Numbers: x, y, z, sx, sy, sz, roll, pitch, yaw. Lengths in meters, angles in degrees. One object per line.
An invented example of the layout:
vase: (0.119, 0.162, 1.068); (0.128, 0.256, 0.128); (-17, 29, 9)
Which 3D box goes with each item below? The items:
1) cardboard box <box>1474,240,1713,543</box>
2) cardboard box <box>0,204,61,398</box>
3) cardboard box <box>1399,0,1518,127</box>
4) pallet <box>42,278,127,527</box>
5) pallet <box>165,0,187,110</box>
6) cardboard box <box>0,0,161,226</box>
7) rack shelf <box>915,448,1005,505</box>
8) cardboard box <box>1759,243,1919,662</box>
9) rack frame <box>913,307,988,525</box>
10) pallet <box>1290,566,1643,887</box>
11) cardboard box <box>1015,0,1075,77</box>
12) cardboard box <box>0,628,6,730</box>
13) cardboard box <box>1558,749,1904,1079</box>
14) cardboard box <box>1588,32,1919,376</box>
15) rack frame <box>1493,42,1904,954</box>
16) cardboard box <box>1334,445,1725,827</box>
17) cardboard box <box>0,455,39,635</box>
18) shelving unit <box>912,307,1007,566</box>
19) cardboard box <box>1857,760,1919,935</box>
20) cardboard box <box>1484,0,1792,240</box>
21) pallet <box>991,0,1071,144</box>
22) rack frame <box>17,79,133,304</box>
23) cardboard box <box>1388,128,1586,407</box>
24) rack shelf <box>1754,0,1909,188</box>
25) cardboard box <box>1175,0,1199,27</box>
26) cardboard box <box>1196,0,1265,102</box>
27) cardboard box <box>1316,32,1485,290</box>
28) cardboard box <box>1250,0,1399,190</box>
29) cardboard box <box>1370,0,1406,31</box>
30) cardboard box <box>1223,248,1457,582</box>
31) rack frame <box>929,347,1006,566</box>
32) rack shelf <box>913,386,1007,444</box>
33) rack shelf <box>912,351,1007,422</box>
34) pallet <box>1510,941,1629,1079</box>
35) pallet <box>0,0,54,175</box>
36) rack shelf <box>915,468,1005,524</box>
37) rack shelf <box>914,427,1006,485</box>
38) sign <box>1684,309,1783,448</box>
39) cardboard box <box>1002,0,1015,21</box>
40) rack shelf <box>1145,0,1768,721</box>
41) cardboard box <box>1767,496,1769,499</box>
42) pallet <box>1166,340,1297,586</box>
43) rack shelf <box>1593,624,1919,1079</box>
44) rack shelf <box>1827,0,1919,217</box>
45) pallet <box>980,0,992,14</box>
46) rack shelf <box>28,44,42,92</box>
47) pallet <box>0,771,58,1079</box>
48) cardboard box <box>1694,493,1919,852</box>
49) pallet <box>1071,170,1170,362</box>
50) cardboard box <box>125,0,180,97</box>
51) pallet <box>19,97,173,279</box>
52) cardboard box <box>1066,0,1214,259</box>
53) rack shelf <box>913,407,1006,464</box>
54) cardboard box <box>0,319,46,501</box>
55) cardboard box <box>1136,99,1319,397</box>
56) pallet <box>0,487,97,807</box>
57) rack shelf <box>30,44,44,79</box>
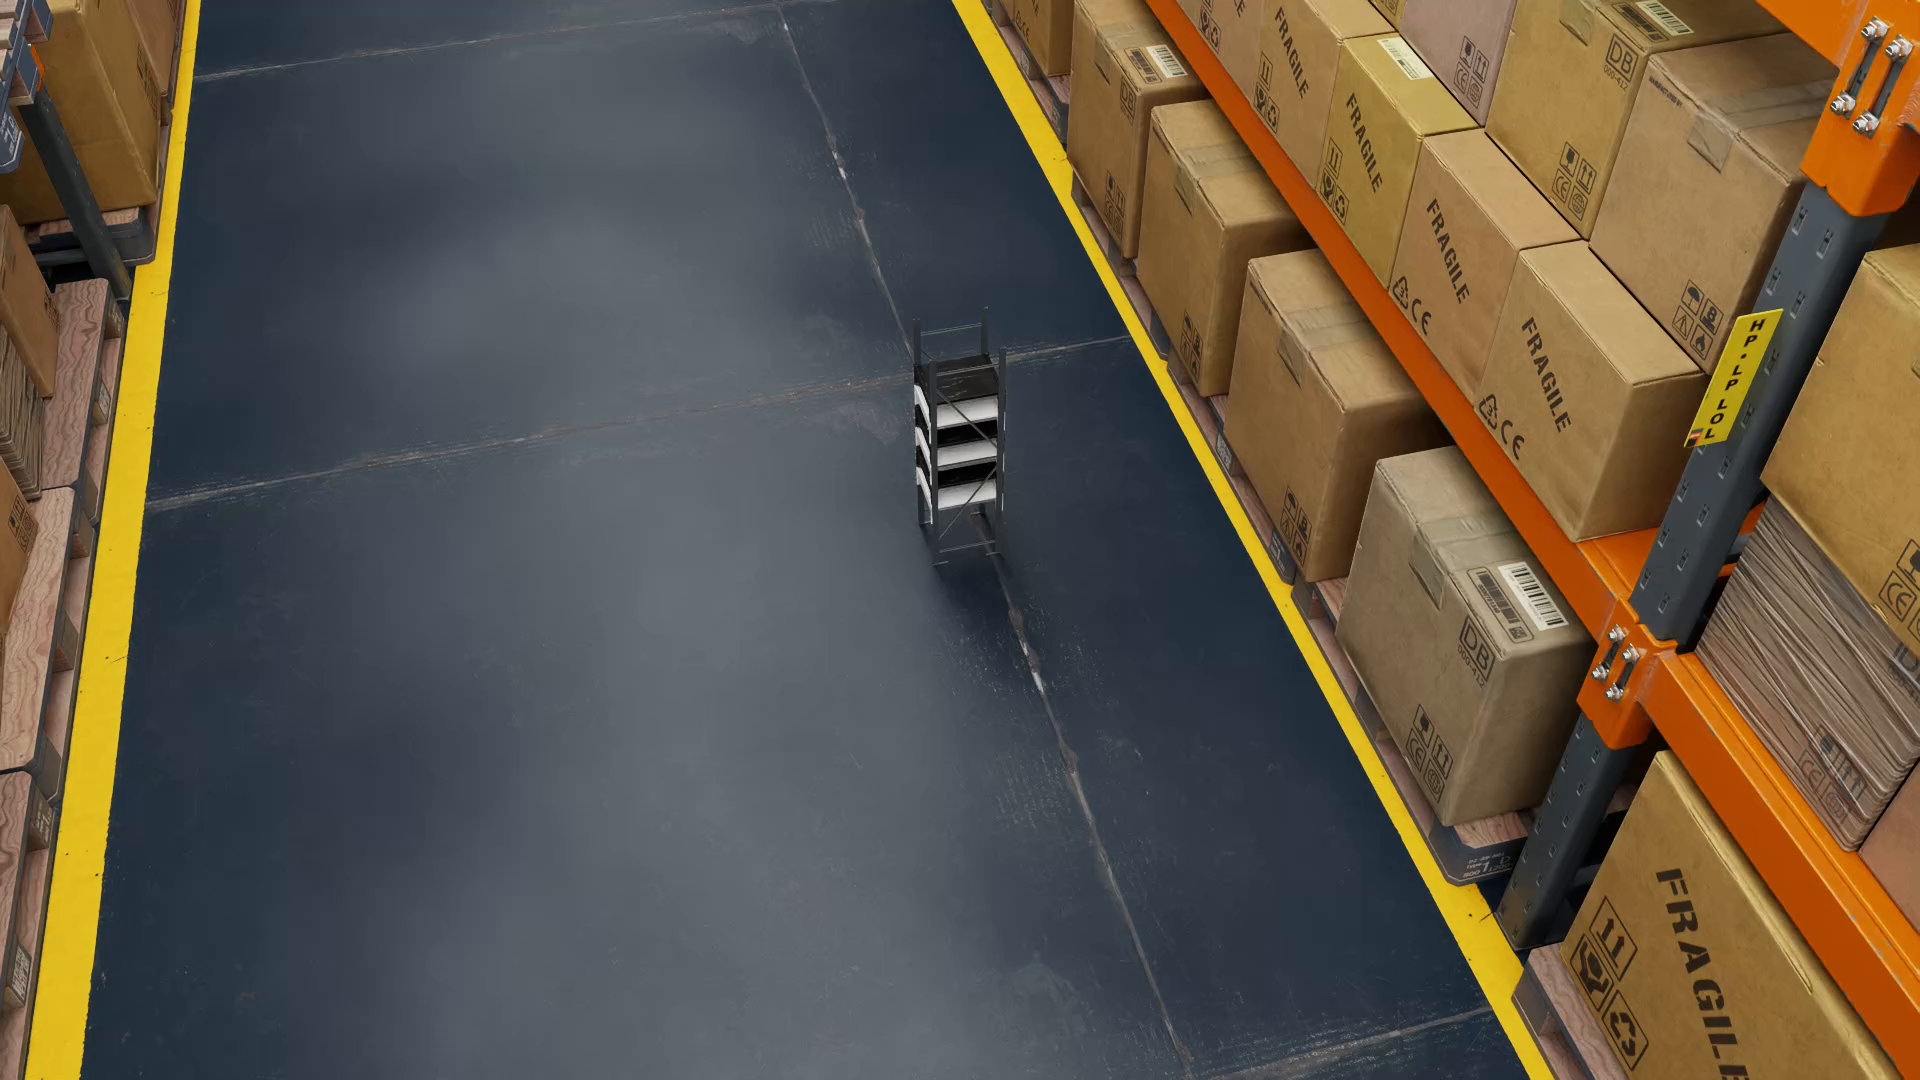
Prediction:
cardboard box: (1.616, -0.381, 3.953); (0.500, 0.500, 0.500); (-11, 47, -11)
cardboard box: (-3.646, -0.779, 5.856); (0.700, 0.500, 0.500); (-13, 47, -12)
cardboard box: (1.612, -1.465, 4.315); (0.700, 0.500, 0.500); (-10, 46, -10)
pallet: (-3.638, -0.443, 6.037); (1.003, 0.211, 1.213); (-11, 47, -10)
pallet: (-4.275, -2.382, 7.937); (1.003, 0.211, 1.213); (-11, 47, -10)
cardboard box: (-3.994, -1.843, 6.649); (1.225, 0.875, 0.875); (-13, 47, -12)
rack shelf: (-0.002, -0.234, 5.522); (0.258, 0.077, 0.200); (-11, 47, -10)
cardboard box: (2.069, -0.204, 2.989); (0.875, 0.550, 0.550); (-11, 47, -10)
rack frame: (-0.028, -0.391, 5.503); (0.240, 0.900, 0.006); (-11, 47, -10)
pallet: (1.737, 0.422, 5.188); (1.003, 0.211, 1.213); (-11, 47, -10)
cardboard box: (0.562, -2.475, 7.531); (0.500, 0.500, 0.500); (-11, 47, -11)
cardboard box: (-3.197, 0.377, 4.723); (0.700, 0.500, 0.500); (-14, 47, -14)
cardboard box: (2.101, 1.009, 3.855); (0.875, 0.875, 0.875); (-10, 46, -10)
cardboard box: (1.875, -0.761, 3.626); (0.700, 0.500, 0.500); (-11, 47, -11)
rack frame: (2.008, -0.035, 3.684); (1.000, 3.000, 0.127); (-11, 47, -10)
cardboard box: (1.762, 0.194, 4.741); (1.050, 0.750, 0.750); (-11, 47, -11)
cardboard box: (-3.340, -0.009, 5.100); (0.700, 0.500, 0.500); (-7, 46, -7)
shelving unit: (-0.002, -0.321, 5.434); (0.258, 0.900, 0.210); (-11, 47, -10)
cardboard box: (2.276, 0.541, 3.015); (0.875, 0.550, 0.550); (-11, 47, -10)
cardboard box: (1.741, -1.116, 3.974); (0.700, 0.500, 0.500); (-11, 47, -11)
pallet: (0.785, -2.360, 7.915); (1.003, 0.211, 1.213); (-11, 47, -10)
rack frame: (-3.837, -1.959, 5.570); (1.000, 3.000, 0.127); (-11, 47, -10)
cardboard box: (1.486, -0.730, 4.295); (0.500, 0.500, 0.500); (-11, 47, -11)
rack shelf: (1.496, -2.214, 4.223); (1.077, 0.370, 4.000); (-11, 47, -10)
cardboard box: (0.970, -2.121, 5.659); (0.500, 0.500, 0.500); (-11, 47, -11)
cardboard box: (1.099, -1.773, 5.318); (0.500, 0.500, 0.500); (-11, 47, -10)
cardboard box: (1.357, -1.079, 4.637); (0.500, 0.500, 0.500); (-10, 46, -10)
cardboard box: (1.225, -1.429, 4.980); (0.500, 0.500, 0.500); (-11, 47, -11)
cardboard box: (1.484, -1.814, 4.657); (0.700, 0.500, 0.500); (-11, 47, -11)
cardboard box: (1.518, -0.473, 5.395); (1.050, 0.750, 0.750); (-11, 47, -10)
rack frame: (0.024, -0.250, 5.365); (0.240, 0.900, 0.006); (-11, 47, -10)
rack shelf: (-0.002, -0.423, 5.329); (0.258, 0.077, 0.200); (-11, 47, -10)
rack shelf: (-0.002, -0.486, 5.265); (0.258, 0.077, 0.200); (-11, 47, -10)
pallet: (2.127, 1.481, 4.151); (1.003, 0.211, 1.213); (-11, 47, -10)
pallet: (-3.552, -1.420, 5.175); (1.213, 0.211, 1.003); (-11, 47, -10)
rack shelf: (-0.002, -0.171, 5.586); (0.258, 0.077, 0.200); (-11, 47, -10)
rack shelf: (-0.002, -0.297, 5.458); (0.258, 0.077, 0.200); (-11, 47, -10)
sign: (1.486, -0.306, 3.195); (0.100, 0.325, 0.005); (-11, 47, -10)
cardboard box: (0.433, -2.834, 7.883); (0.500, 0.500, 0.500); (-9, 46, -9)
rack shelf: (1.496, -1.164, 5.294); (1.077, 0.370, 4.000); (-11, 47, -10)
cardboard box: (2.133, -0.482, 4.052); (0.500, 0.500, 0.500); (-10, 46, -10)
pallet: (1.421, -0.422, 6.015); (1.003, 0.211, 1.213); (-11, 47, -10)
rack shelf: (2.520, 1.598, 2.587); (1.077, 0.370, 4.000); (-11, 47, -10)
rack shelf: (2.520, 0.548, 1.516); (1.077, 0.370, 4.000); (-11, 47, -10)
pallet: (0.476, -3.201, 8.739); (1.003, 0.211, 1.213); (-11, 47, -10)
rack shelf: (-3.325, -0.327, 4.474); (1.077, 0.370, 4.000); (-11, 47, -10)
pallet: (-3.014, 1.241, 4.386); (1.003, 0.211, 1.213); (-11, 47, -10)
cardboard box: (2.114, 0.165, 3.383); (0.875, 0.550, 0.550); (-11, 47, -10)
pallet: (1.113, -1.262, 6.839); (1.003, 0.211, 1.213); (-11, 47, -10)
cardboard box: (-4.214, -2.460, 7.254); (1.225, 0.875, 0.875); (-11, 47, -10)
pallet: (-3.966, -1.541, 7.113); (1.003, 0.211, 1.213); (-11, 47, -10)
cardboard box: (1.053, -1.719, 6.616); (1.050, 0.750, 0.750); (-11, 47, -11)
rack shelf: (-0.002, -0.360, 5.394); (0.258, 0.077, 0.200); (-11, 47, -10)
cardboard box: (-3.492, -0.399, 5.483); (0.700, 0.500, 0.500); (-14, 47, -14)
cardboard box: (1.280, -1.116, 6.025); (1.050, 0.750, 0.750); (-10, 46, -10)
pallet: (-3.330, 0.397, 5.213); (1.003, 0.211, 1.213); (-11, 47, -10)
rack shelf: (-4.349, -3.088, 7.180); (1.077, 0.370, 4.000); (-11, 47, -10)
